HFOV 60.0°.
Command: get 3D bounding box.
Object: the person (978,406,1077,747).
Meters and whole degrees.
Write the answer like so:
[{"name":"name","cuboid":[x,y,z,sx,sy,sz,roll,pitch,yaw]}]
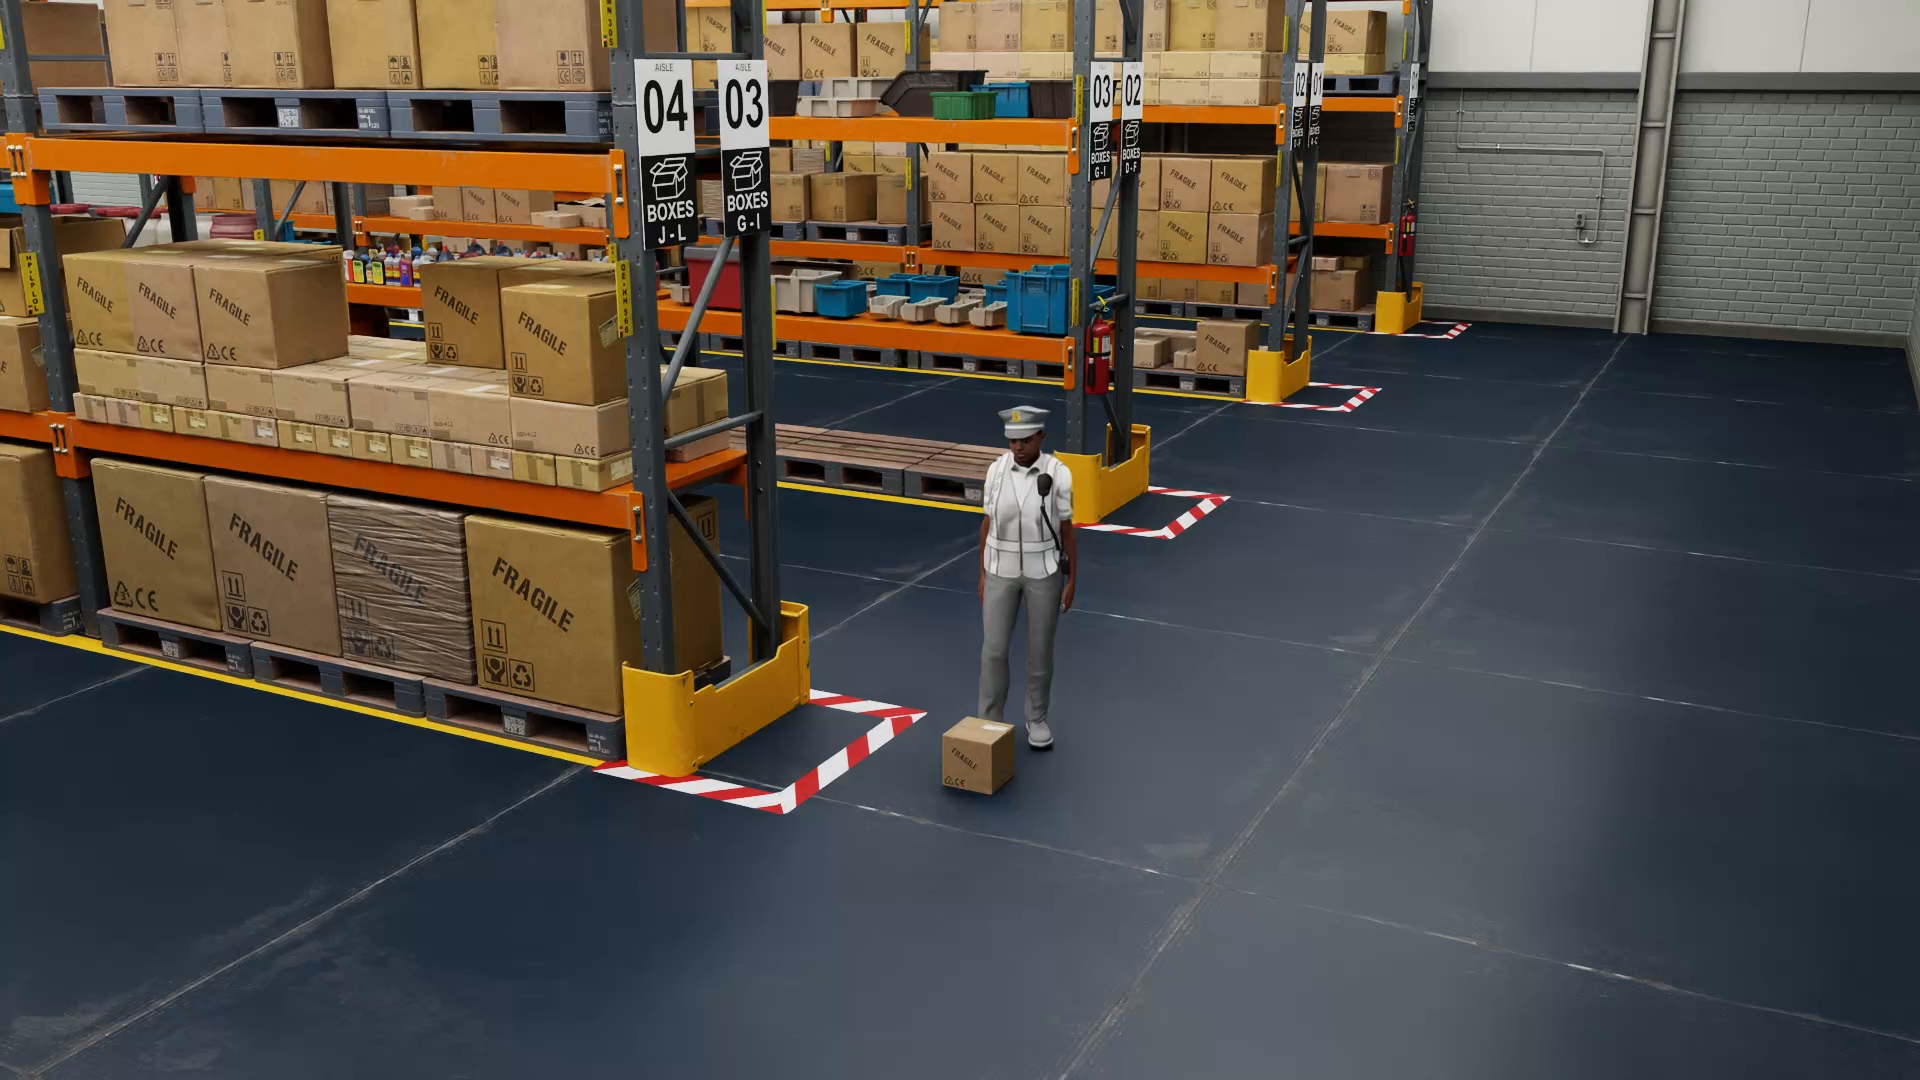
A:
[{"name":"person","cuboid":[0.289,0.203,7.765,0.487,1.665,0.582,3,16,9]}]
